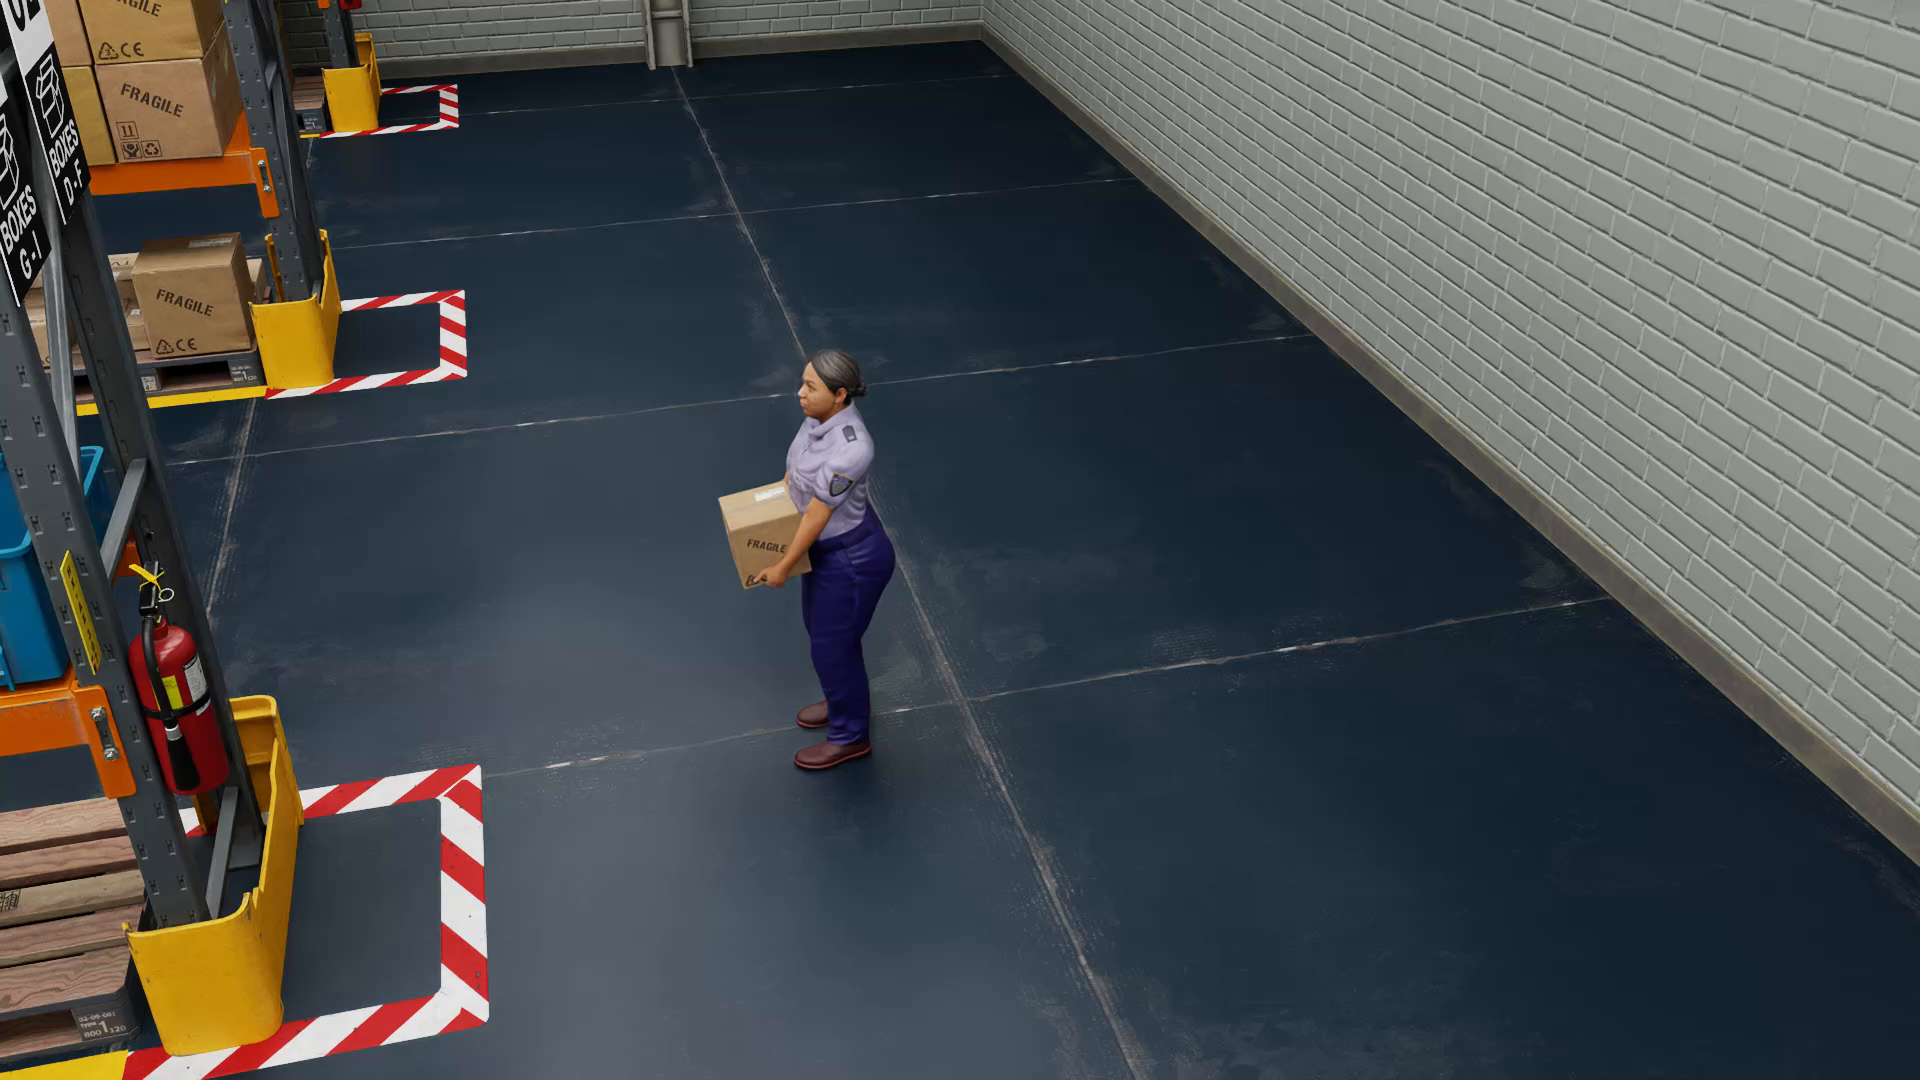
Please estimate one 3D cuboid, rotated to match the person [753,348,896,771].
[{"bbox_3d":[-0.508,0.074,6.030,0.528,1.647,0.435,-8,31,-14],"label":"person"}]
